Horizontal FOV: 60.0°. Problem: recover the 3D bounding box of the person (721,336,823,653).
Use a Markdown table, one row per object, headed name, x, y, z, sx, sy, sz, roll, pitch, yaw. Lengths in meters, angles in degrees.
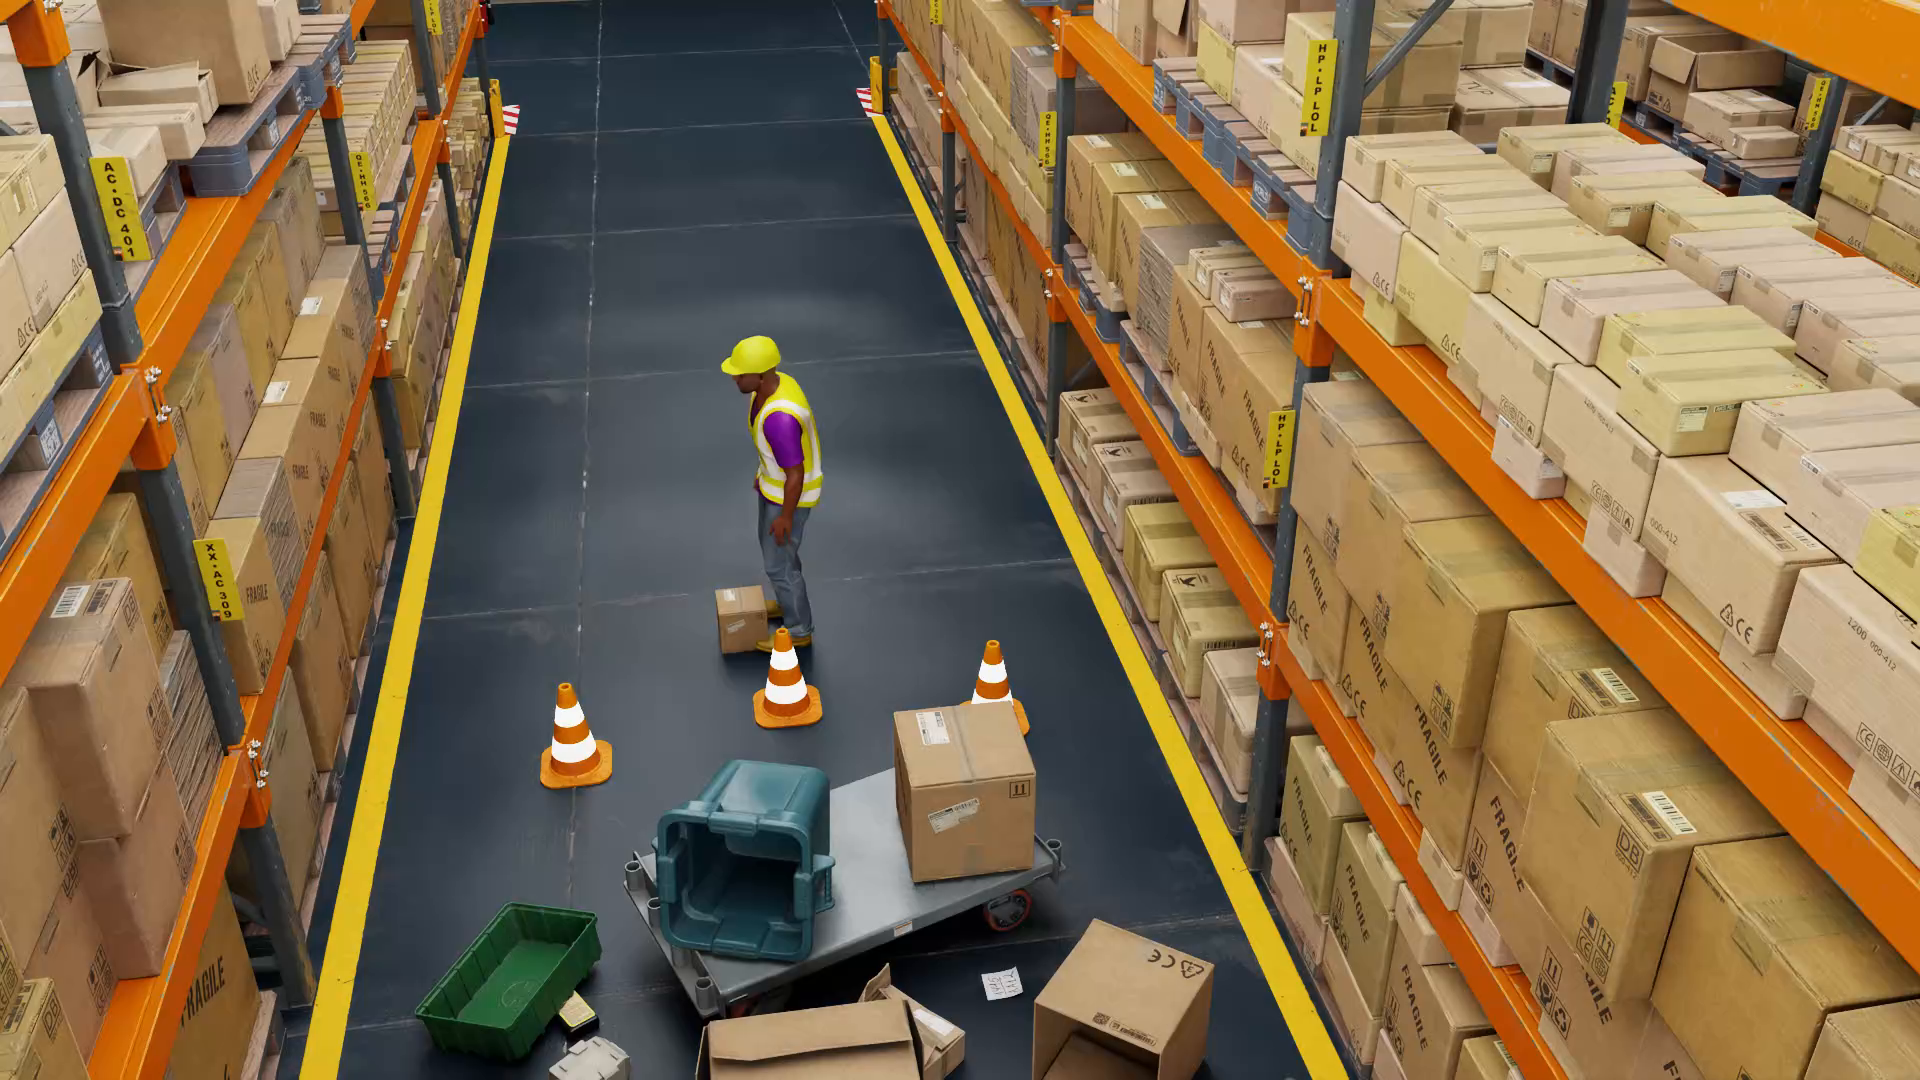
| name | x | y | z | sx | sy | sz | roll | pitch | yaw |
| --- | --- | --- | --- | --- | --- | --- | --- | --- | --- |
| person | -0.942 | -0.247 | 8.533 | 0.462 | 1.759 | 0.632 | -7 | 31 | -12 |
